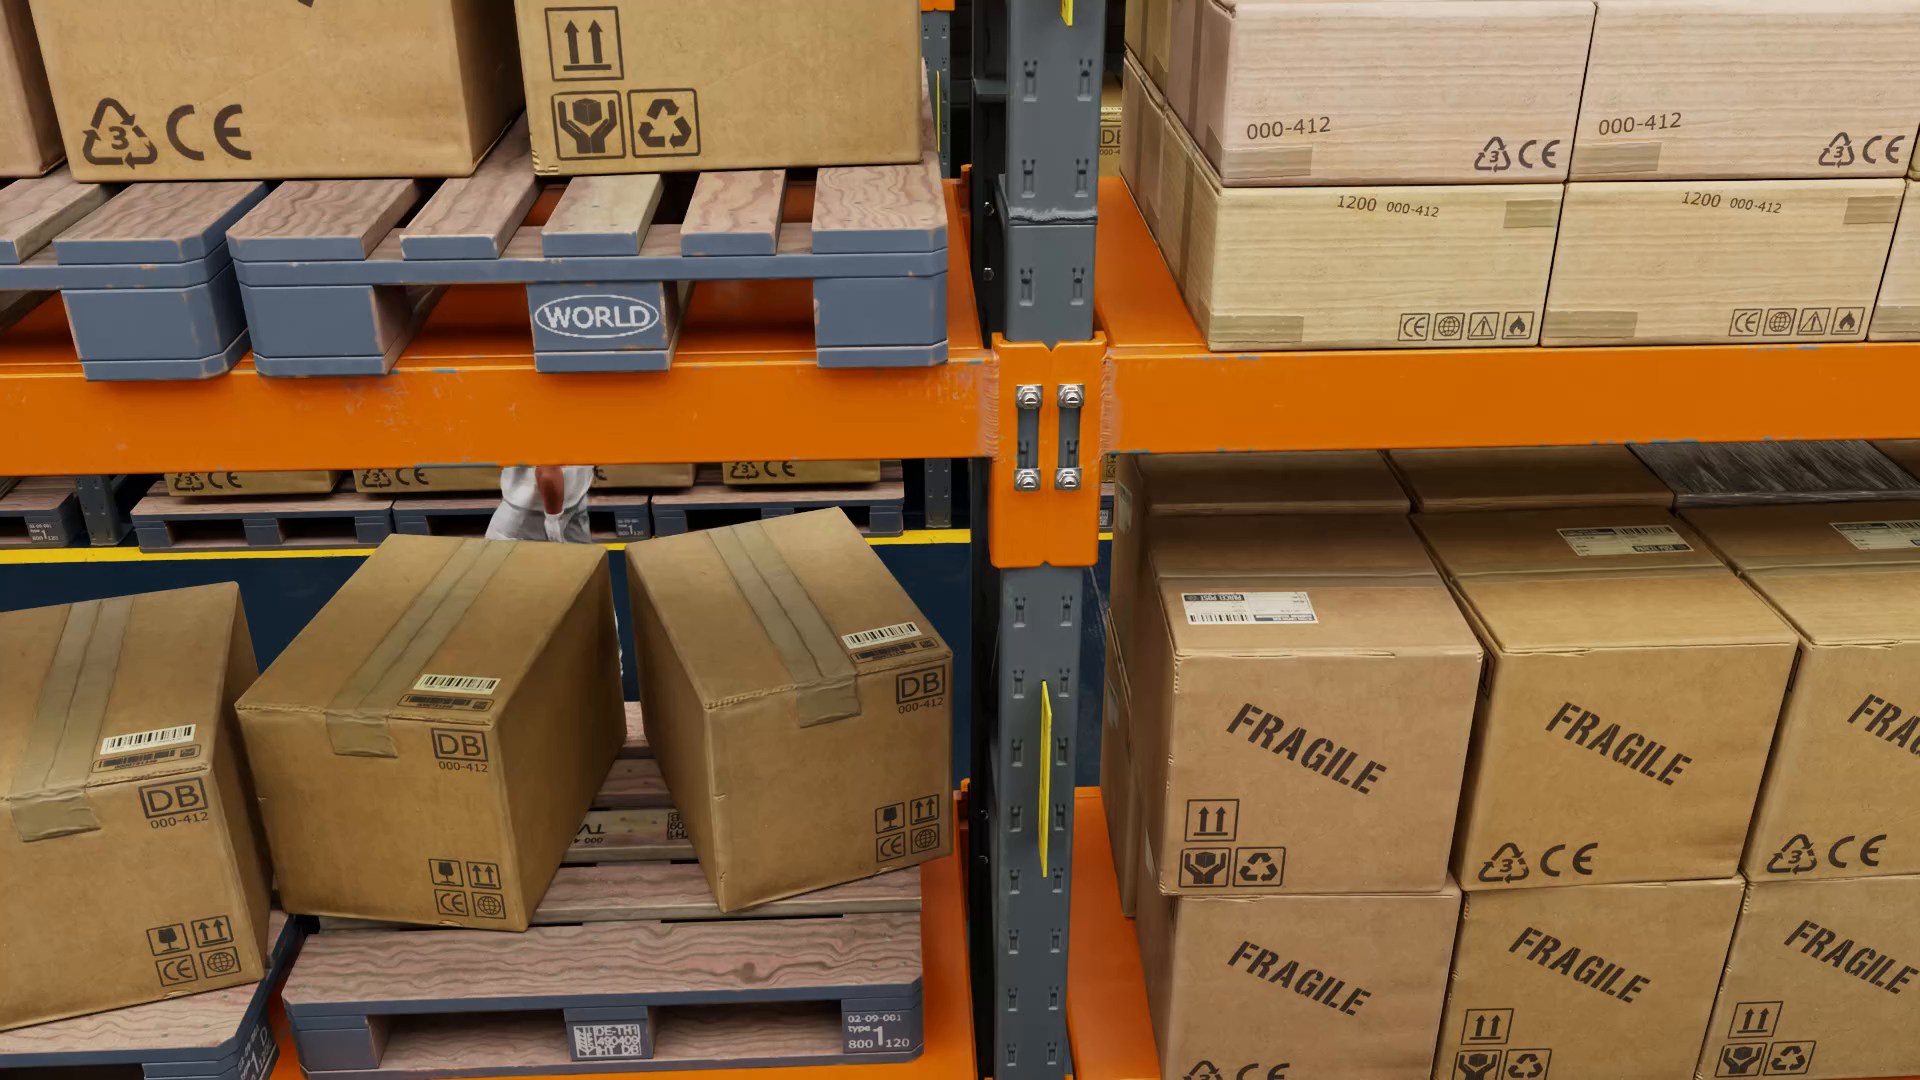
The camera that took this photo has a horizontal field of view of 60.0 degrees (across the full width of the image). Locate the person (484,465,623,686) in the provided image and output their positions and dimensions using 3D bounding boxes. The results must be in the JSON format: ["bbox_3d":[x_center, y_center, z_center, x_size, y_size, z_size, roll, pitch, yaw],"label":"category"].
[{"bbox_3d":[-1.619,-0.153,6.393,0.502,1.838,0.537,3,28,7],"label":"person"}]
